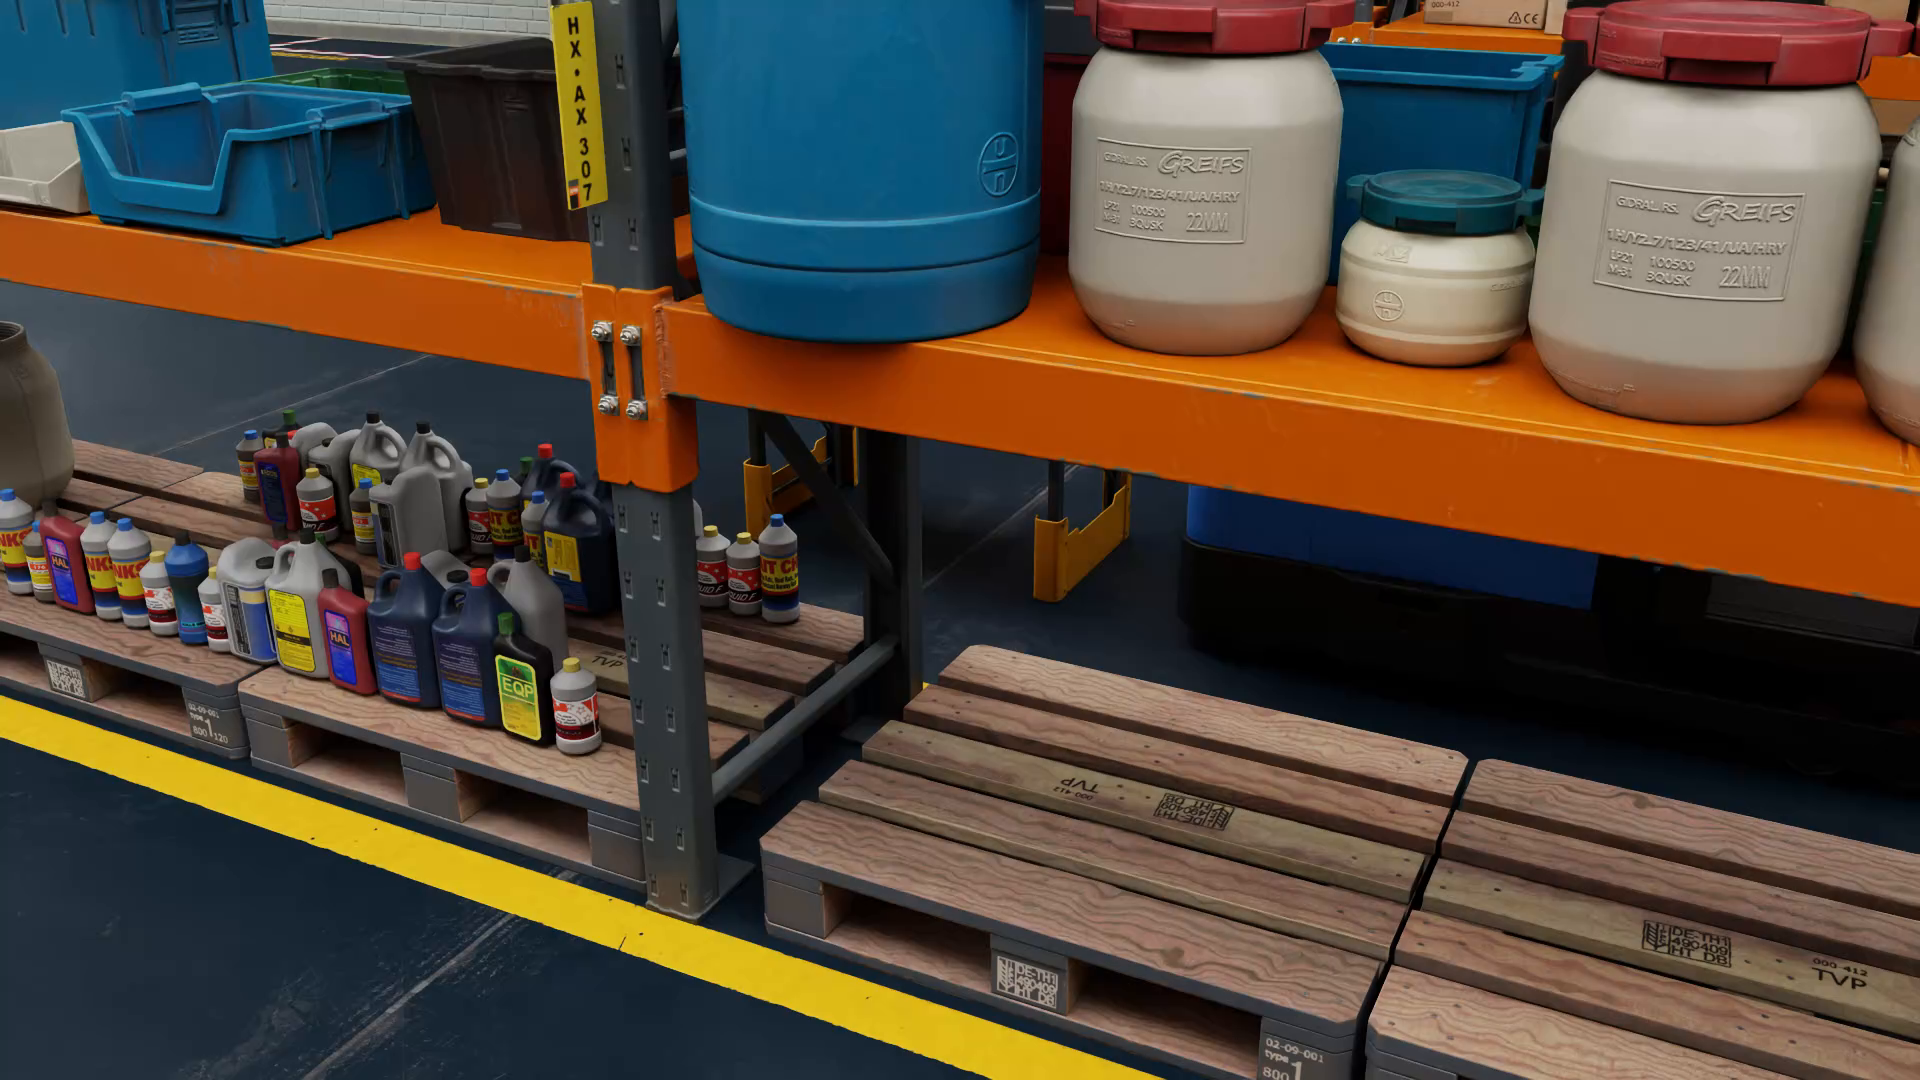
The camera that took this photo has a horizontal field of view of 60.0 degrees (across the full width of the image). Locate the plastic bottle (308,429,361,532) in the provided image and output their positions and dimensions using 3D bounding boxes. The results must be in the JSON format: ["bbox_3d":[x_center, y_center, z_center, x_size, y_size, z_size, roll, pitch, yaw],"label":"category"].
[{"bbox_3d":[-1.765,-0.184,4.767,0.135,0.276,0.152,10,25,23],"label":"plastic bottle"}]

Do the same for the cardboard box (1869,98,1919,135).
[{"bbox_3d":[6.141,-2.902,10.873,0.500,0.500,0.700,11,25,24],"label":"cardboard box"}]

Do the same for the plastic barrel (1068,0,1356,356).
[{"bbox_3d":[0.386,-0.595,2.642,0.433,0.535,0.433,0,23,0],"label":"plastic barrel"}]

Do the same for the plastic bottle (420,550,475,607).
[{"bbox_3d":[-1.201,0.170,3.936,0.135,0.276,0.152,11,25,25],"label":"plastic bottle"}]

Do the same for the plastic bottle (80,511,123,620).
[{"bbox_3d":[-2.155,0.058,4.204,0.097,0.271,0.097,0,23,0],"label":"plastic bottle"}]

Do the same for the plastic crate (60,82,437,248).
[{"bbox_3d":[-1.479,-0.810,3.512,0.616,0.251,0.499,11,25,25],"label":"plastic crate"}]

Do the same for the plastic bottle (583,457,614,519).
[{"bbox_3d":[-0.902,-0.049,4.355,0.185,0.351,0.144,12,26,26],"label":"plastic bottle"}]

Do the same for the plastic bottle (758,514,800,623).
[{"bbox_3d":[-0.456,0.066,4.187,0.097,0.271,0.097,0,23,0],"label":"plastic bottle"}]

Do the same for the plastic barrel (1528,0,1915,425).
[{"bbox_3d":[1.041,-0.465,2.338,0.433,0.535,0.433,0,23,0],"label":"plastic barrel"}]

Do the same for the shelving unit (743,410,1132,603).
[{"bbox_3d":[-0.068,-0.704,4.988,1.083,1.500,0.587,11,25,25],"label":"shelving unit"}]

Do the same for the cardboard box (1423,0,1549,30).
[{"bbox_3d":[2.328,-2.367,7.174,0.500,0.250,0.500,13,26,28],"label":"cardboard box"}]

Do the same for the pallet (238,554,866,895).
[{"bbox_3d":[-0.950,0.372,4.105,1.213,0.211,1.003,11,25,25],"label":"pallet"}]

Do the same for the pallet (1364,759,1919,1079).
[{"bbox_3d":[1.442,0.845,2.992,1.213,0.211,1.003,11,25,25],"label":"pallet"}]

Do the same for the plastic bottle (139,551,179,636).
[{"bbox_3d":[-1.978,0.126,4.135,0.097,0.201,0.097,0,23,0],"label":"plastic bottle"}]

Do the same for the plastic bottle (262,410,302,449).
[{"bbox_3d":[-1.989,-0.251,4.917,0.133,0.283,0.061,12,26,26],"label":"plastic bottle"}]

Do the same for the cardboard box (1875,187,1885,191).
[{"bbox_3d":[3.498,-1.262,6.645,0.500,0.311,0.500,12,26,26],"label":"cardboard box"}]

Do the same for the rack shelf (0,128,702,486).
[{"bbox_3d":[-2.154,-0.800,4.218,4.000,0.370,1.077,11,25,25],"label":"rack shelf"}]

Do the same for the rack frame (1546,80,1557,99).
[{"bbox_3d":[4.101,-4.238,11.382,0.127,3.000,1.000,11,25,25],"label":"rack frame"}]

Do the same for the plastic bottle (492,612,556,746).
[{"bbox_3d":[-0.947,0.300,3.621,0.133,0.283,0.061,13,26,27],"label":"plastic bottle"}]

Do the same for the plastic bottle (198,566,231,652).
[{"bbox_3d":[-1.794,0.162,4.050,0.097,0.201,0.097,0,23,0],"label":"plastic bottle"}]

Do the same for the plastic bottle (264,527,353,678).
[{"bbox_3d":[-1.533,0.135,3.923,0.185,0.351,0.144,11,25,24],"label":"plastic bottle"}]

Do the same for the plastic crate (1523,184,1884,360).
[{"bbox_3d":[1.313,-0.471,2.797,0.662,0.188,0.450,11,25,25],"label":"plastic crate"}]

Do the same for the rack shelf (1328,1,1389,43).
[{"bbox_3d":[0.084,-2.529,8.284,4.000,0.370,1.077,11,25,25],"label":"rack shelf"}]

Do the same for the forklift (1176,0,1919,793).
[{"bbox_3d":[2.158,-0.998,3.850,3.031,2.935,1.130,10,25,22],"label":"forklift"}]

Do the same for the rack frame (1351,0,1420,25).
[{"bbox_3d":[1.869,-2.507,7.313,0.127,3.000,1.000,11,25,25],"label":"rack frame"}]

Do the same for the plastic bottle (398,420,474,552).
[{"bbox_3d":[-1.450,-0.157,4.610,0.185,0.351,0.144,11,25,24],"label":"plastic bottle"}]

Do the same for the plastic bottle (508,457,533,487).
[{"bbox_3d":[-1.199,-0.095,4.549,0.133,0.283,0.061,12,26,27],"label":"plastic bottle"}]

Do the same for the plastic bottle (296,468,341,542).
[{"bbox_3d":[-1.805,-0.102,4.671,0.097,0.201,0.097,0,23,0],"label":"plastic bottle"}]

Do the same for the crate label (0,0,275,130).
[{"bbox_3d":[-2.174,-1.270,4.358,0.616,0.435,0.502,11,25,25],"label":"crate label"}]

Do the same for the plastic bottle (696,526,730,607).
[{"bbox_3d":[-0.637,0.062,4.285,0.097,0.201,0.097,0,23,0],"label":"plastic bottle"}]

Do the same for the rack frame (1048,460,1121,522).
[{"bbox_3d":[0.378,-0.615,4.781,0.032,1.500,0.500,11,25,25],"label":"rack frame"}]

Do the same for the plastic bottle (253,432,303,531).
[{"bbox_3d":[-1.937,-0.174,4.735,0.133,0.283,0.061,11,25,25],"label":"plastic bottle"}]

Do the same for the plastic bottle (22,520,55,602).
[{"bbox_3d":[-2.369,0.048,4.317,0.097,0.201,0.097,0,23,0],"label":"plastic bottle"}]

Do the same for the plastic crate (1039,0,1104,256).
[{"bbox_3d":[0.201,-0.829,3.284,0.583,0.464,0.402,11,25,25],"label":"plastic crate"}]

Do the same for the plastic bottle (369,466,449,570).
[{"bbox_3d":[-1.494,-0.067,4.492,0.135,0.276,0.152,11,25,25],"label":"plastic bottle"}]

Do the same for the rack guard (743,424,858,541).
[{"bbox_3d":[-0.512,-0.216,5.440,0.087,0.250,0.587,11,25,25],"label":"rack guard"}]

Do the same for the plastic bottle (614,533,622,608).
[{"bbox_3d":[-0.804,0.050,4.208,0.133,0.283,0.061,11,25,25],"label":"plastic bottle"}]

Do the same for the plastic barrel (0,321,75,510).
[{"bbox_3d":[-2.870,-0.355,4.893,0.421,0.512,0.421,0,23,0],"label":"plastic barrel"}]

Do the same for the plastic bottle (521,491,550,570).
[{"bbox_3d":[-1.086,0.004,4.331,0.097,0.271,0.097,0,23,0],"label":"plastic bottle"}]

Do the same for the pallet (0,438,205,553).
[{"bbox_3d":[-3.127,-0.059,5.118,1.213,0.211,1.003,11,25,25],"label":"pallet"}]

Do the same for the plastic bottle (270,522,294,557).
[{"bbox_3d":[-1.629,0.098,4.095,0.133,0.283,0.061,11,25,25],"label":"plastic bottle"}]

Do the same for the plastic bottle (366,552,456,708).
[{"bbox_3d":[-1.245,0.192,3.789,0.185,0.351,0.144,10,25,22],"label":"plastic bottle"}]

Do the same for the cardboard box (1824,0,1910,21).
[{"bbox_3d":[3.464,-2.230,6.534,0.500,0.500,0.500,11,25,25],"label":"cardboard box"}]
